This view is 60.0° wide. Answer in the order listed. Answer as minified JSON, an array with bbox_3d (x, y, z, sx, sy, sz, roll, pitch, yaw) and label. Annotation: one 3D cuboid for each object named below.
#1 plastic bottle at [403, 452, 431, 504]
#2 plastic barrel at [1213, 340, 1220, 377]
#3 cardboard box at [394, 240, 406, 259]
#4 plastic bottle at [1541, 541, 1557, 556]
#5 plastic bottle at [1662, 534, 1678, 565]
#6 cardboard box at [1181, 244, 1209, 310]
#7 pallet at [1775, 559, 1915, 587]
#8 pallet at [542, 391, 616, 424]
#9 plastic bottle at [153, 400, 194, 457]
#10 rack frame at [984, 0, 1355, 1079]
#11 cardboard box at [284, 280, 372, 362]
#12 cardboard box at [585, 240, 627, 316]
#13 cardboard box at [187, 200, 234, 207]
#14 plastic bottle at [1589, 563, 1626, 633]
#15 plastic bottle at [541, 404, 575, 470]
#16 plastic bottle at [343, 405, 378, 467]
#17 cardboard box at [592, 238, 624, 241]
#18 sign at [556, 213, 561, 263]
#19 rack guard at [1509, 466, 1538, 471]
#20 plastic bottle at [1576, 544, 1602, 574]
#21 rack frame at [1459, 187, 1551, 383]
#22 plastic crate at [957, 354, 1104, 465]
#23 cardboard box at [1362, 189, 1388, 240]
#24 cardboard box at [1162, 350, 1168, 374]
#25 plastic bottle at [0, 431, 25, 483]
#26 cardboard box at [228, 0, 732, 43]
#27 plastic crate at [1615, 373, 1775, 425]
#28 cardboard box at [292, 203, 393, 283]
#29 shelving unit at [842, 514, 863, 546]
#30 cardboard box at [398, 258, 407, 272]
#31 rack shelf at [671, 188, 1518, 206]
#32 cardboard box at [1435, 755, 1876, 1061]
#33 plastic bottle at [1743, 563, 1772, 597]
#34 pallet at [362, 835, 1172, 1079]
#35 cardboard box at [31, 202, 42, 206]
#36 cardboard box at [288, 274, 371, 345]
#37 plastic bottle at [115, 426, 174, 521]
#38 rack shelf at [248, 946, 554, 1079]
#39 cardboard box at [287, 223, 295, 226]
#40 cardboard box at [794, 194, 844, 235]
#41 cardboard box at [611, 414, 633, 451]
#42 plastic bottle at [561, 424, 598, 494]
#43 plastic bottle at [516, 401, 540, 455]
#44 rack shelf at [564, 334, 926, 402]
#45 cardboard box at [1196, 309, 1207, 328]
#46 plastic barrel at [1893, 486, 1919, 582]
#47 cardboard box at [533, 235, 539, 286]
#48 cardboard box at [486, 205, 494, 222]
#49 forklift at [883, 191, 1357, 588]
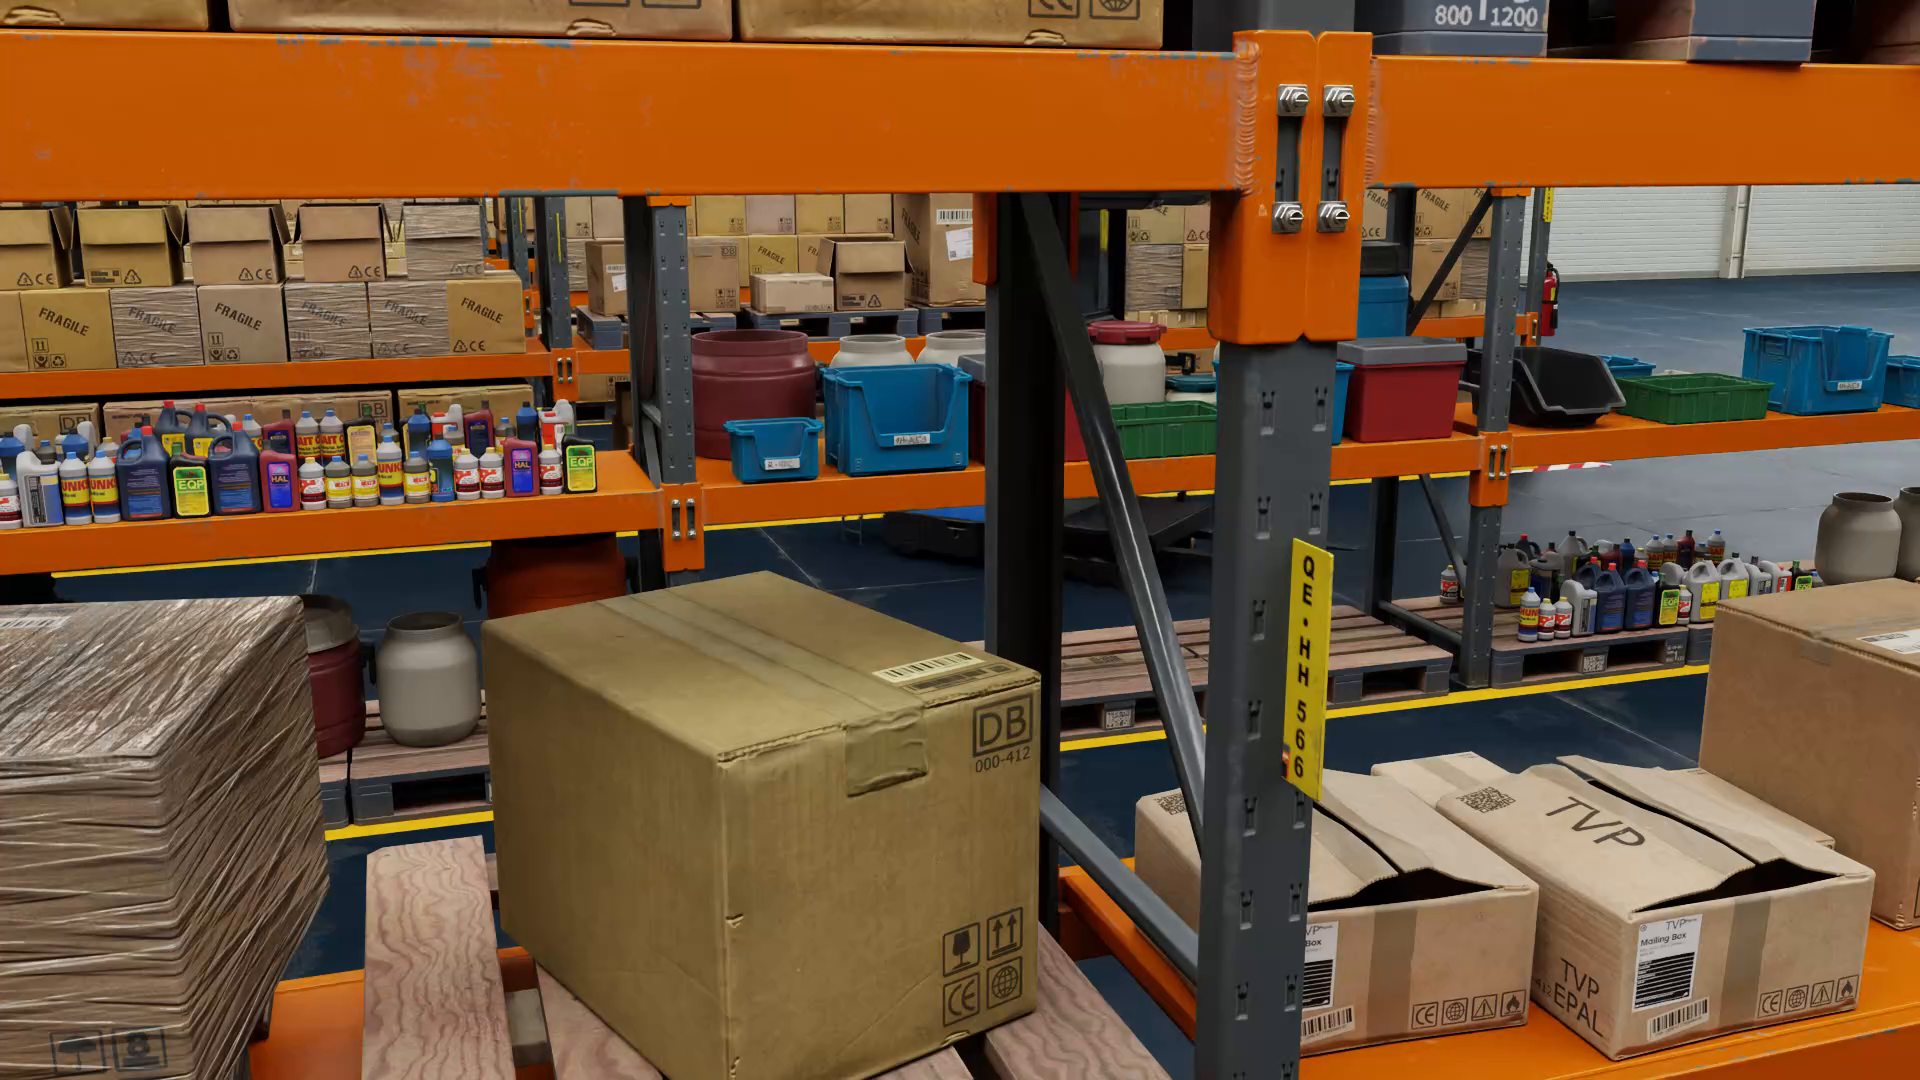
[{"bbox_3d":[-2.173,-0.251,6.647,0.097,0.201,0.097,0,13,0],"label":"plastic bottle"},{"bbox_3d":[1.499,-0.853,8.455,0.433,0.535,0.433,0,13,0],"label":"plastic barrel"},{"bbox_3d":[-5.205,-2.747,15.700,0.250,0.149,0.380,-4,14,-17],"label":"cardboard box"},{"bbox_3d":[3.318,0.152,9.442,0.133,0.283,0.061,-3,14,-14],"label":"plastic bottle"},{"bbox_3d":[4.125,0.099,9.689,0.097,0.271,0.097,0,13,0],"label":"plastic bottle"},{"bbox_3d":[1.828,-2.138,13.291,0.500,0.500,0.875,-4,14,-18],"label":"cardboard box"},{"bbox_3d":[5.438,0.326,9.815,1.213,0.211,1.003,-4,14,-18],"label":"pallet"},{"bbox_3d":[-3.610,-1.381,16.993,1.213,0.211,1.003,-4,14,-18],"label":"pallet"},{"bbox_3d":[-3.295,-0.416,7.017,0.185,0.351,0.144,-4,14,-18],"label":"plastic bottle"},{"bbox_3d":[0.262,0.573,2.752,0.053,2.616,0.949,-4,14,-18],"label":"rack frame"},{"bbox_3d":[-4.249,-1.484,11.184,0.500,0.500,0.500,-5,14,-20],"label":"cardboard box"},{"bbox_3d":[-2.396,-1.902,12.035,0.500,0.500,0.500,-6,15,-25],"label":"cardboard box"},{"bbox_3d":[-8.864,-4.027,19.715,0.500,0.500,0.500,-5,14,-18],"label":"cardboard box"},{"bbox_3d":[3.373,0.296,8.688,0.185,0.351,0.144,-4,14,-17],"label":"plastic bottle"},{"bbox_3d":[-1.780,-0.460,7.362,0.135,0.276,0.152,-4,14,-18],"label":"plastic bottle"},{"bbox_3d":[-2.627,-0.446,7.286,0.133,0.283,0.061,-4,14,-18],"label":"plastic bottle"},{"bbox_3d":[-3.388,-2.757,16.535,0.500,0.500,0.500,-5,14,-19],"label":"cardboard box"},{"bbox_3d":[-2.715,-2.043,11.246,0.005,0.325,0.100,-4,14,-18],"label":"sign"},{"bbox_3d":[4.616,-0.970,14.639,0.348,0.500,1.175,-4,14,-18],"label":"rack guard"},{"bbox_3d":[3.540,0.170,9.367,0.133,0.283,0.061,-4,14,-18],"label":"plastic bottle"},{"bbox_3d":[4.688,-2.191,14.373,0.127,3.000,1.000,-4,14,-18],"label":"rack frame"},{"bbox_3d":[0.314,-0.598,7.536,0.583,0.464,0.402,-4,14,-18],"label":"plastic crate"},{"bbox_3d":[3.298,-2.702,13.499,0.500,0.500,0.500,-4,14,-18],"label":"cardboard box"},{"bbox_3d":[1.746,-2.327,18.629,0.875,0.875,0.875,-5,14,-19],"label":"cardboard box"},{"bbox_3d":[-3.826,-0.305,6.720,0.097,0.271,0.097,0,13,0],"label":"plastic bottle"},{"bbox_3d":[-0.625,-0.859,2.072,0.500,0.500,0.910,-4,14,-18],"label":"cardboard box"},{"bbox_3d":[3.853,-0.745,8.750,0.662,0.188,0.450,-4,14,-18],"label":"plastic crate"},{"bbox_3d":[-4.211,-2.040,11.351,0.637,0.503,0.797,-4,14,-17],"label":"cardboard box"},{"bbox_3d":[-0.555,-0.601,11.575,0.503,1.200,0.258,-10,17,-37],"label":"shelving unit"},{"bbox_3d":[-5.181,-2.604,15.743,0.250,0.149,0.380,-4,14,-17],"label":"cardboard box"},{"bbox_3d":[0.581,-1.771,7.681,4.000,0.370,1.077,-4,14,-18],"label":"rack shelf"},{"bbox_3d":[1.171,0.592,2.865,0.500,0.311,0.500,-5,14,-19],"label":"cardboard box"},{"bbox_3d":[4.287,0.261,9.000,0.135,0.276,0.152,-5,14,-20],"label":"plastic bottle"},{"bbox_3d":[-0.359,0.731,2.503,1.003,0.211,1.213,-4,14,-18],"label":"pallet"},{"bbox_3d":[-8.677,-3.101,15.177,0.500,0.500,0.500,-4,14,-17],"label":"cardboard box"},{"bbox_3d":[-4.415,-1.596,11.655,0.500,0.500,0.500,-5,14,-19],"label":"cardboard box"},{"bbox_3d":[-3.111,-0.257,6.346,0.185,0.351,0.144,-4,14,-18],"label":"plastic bottle"},{"bbox_3d":[-1.634,1.070,2.218,4.000,0.370,1.077,-4,14,-18],"label":"rack shelf"},{"bbox_3d":[-6.363,-2.961,15.959,0.250,0.149,0.380,-5,14,-19],"label":"cardboard box"},{"bbox_3d":[-1.545,-3.450,17.288,0.500,0.500,0.700,-5,14,-19],"label":"cardboard box"},{"bbox_3d":[-2.266,-0.653,12.355,0.500,0.500,0.700,-5,14,-21],"label":"cardboard box"},{"bbox_3d":[-1.562,-0.334,6.818,0.133,0.283,0.061,-4,14,-18],"label":"plastic bottle"},{"bbox_3d":[-1.947,-0.488,7.492,0.097,0.271,0.097,0,13,0],"label":"plastic bottle"},{"bbox_3d":[-0.999,-1.398,12.595,4.000,0.370,1.077,-4,14,-18],"label":"rack shelf"},{"bbox_3d":[1.899,-1.784,13.205,0.250,0.149,0.380,-4,14,-18],"label":"cardboard box"},{"bbox_3d":[5.668,-0.034,9.771,0.421,0.512,0.421,0,13,0],"label":"plastic barrel"},{"bbox_3d":[-4.040,-2.837,16.871,0.500,0.500,0.500,-4,14,-18],"label":"cardboard box"},{"bbox_3d":[-7.136,-5.007,25.453,0.500,0.250,0.500,-4,14,-18],"label":"cardboard box"},{"bbox_3d":[1.018,-1.266,10.630,3.031,2.935,1.130,7,15,28],"label":"forklift"}]
